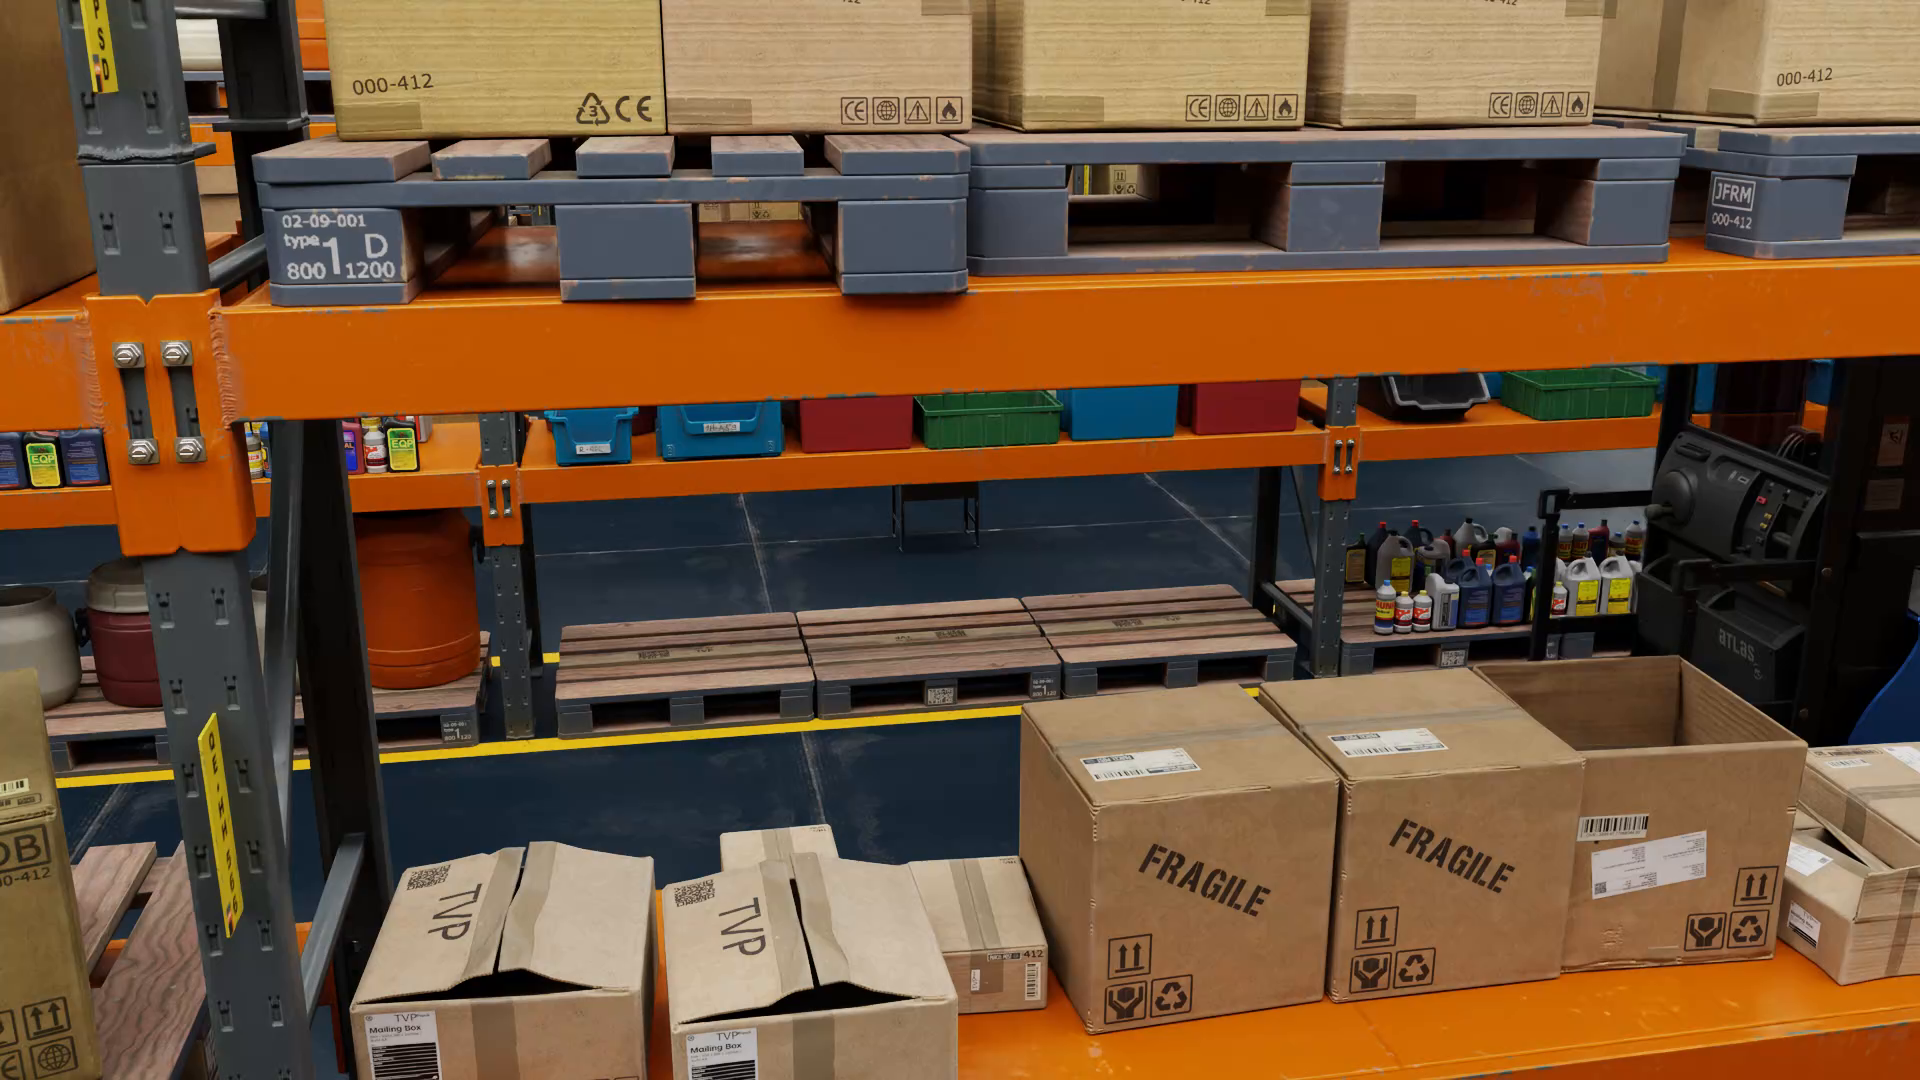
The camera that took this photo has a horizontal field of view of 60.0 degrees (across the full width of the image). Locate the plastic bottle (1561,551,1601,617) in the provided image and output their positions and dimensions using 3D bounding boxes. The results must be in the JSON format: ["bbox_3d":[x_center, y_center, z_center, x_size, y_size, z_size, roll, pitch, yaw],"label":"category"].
[{"bbox_3d":[3.253,0.231,8.714,0.185,0.351,0.144,-3,17,-11],"label":"plastic bottle"}]

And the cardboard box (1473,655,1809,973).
[{"bbox_3d":[1.440,0.582,3.637,0.500,0.500,0.500,-2,17,-6],"label":"cardboard box"}]

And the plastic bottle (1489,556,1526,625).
[{"bbox_3d":[2.835,0.255,8.637,0.185,0.351,0.144,-4,18,-13],"label":"plastic bottle"}]

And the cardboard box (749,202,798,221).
[{"bbox_3d":[-1.954,-3.585,17.206,0.500,0.500,0.500,-3,17,-11],"label":"cardboard box"}]

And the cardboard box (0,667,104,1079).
[{"bbox_3d":[-1.810,0.604,2.850,0.500,0.500,0.700,-10,20,-29],"label":"cardboard box"}]

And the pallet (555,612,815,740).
[{"bbox_3d":[-1.381,0.658,8.309,1.213,0.211,1.003,-3,17,-10],"label":"pallet"}]

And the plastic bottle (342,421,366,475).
[{"bbox_3d":[-2.691,-0.429,7.297,0.133,0.283,0.061,-3,17,-10],"label":"plastic bottle"}]

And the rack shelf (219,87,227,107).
[{"bbox_3d":[-5.052,-3.049,11.747,4.000,0.370,1.077,-3,17,-10],"label":"rack shelf"}]

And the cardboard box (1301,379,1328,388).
[{"bbox_3d":[2.951,-1.420,13.867,0.500,0.500,0.500,-2,17,-5],"label":"cardboard box"}]

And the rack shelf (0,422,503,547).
[{"bbox_3d":[-4.112,-0.188,7.539,4.000,0.370,1.077,-3,17,-10],"label":"rack shelf"}]

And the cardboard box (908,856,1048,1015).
[{"bbox_3d":[0.029,0.818,3.467,0.250,0.149,0.380,-2,17,-6],"label":"cardboard box"}]

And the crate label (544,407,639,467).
[{"bbox_3d":[-1.664,-0.478,7.545,0.416,0.233,0.303,-3,17,-10],"label":"crate label"}]

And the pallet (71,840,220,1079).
[{"bbox_3d":[-1.865,0.935,2.985,1.003,0.211,1.213,-3,17,-10],"label":"pallet"}]

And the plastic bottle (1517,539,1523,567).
[{"bbox_3d":[3.133,0.092,9.421,0.097,0.201,0.097,0,17,0],"label":"plastic bottle"}]

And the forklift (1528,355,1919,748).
[{"bbox_3d":[2.805,-0.185,6.422,3.031,2.935,1.130,-3,17,-9],"label":"forklift"}]

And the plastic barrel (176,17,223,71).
[{"bbox_3d":[-3.174,-2.109,6.982,0.301,0.262,0.301,0,17,0],"label":"plastic barrel"}]

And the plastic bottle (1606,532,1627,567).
[{"bbox_3d":[3.765,0.056,9.538,0.097,0.201,0.097,0,17,0],"label":"plastic bottle"}]

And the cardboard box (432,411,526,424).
[{"bbox_3d":[-3.770,-1.223,12.589,0.875,0.875,1.225,-4,18,-13],"label":"cardboard box"}]

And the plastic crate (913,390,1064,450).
[{"bbox_3d":[0.122,-0.586,7.971,0.662,0.188,0.450,-3,17,-10],"label":"plastic crate"}]

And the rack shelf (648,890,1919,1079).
[{"bbox_3d":[0.751,1.018,3.614,4.000,0.370,1.077,-3,17,-10],"label":"rack shelf"}]

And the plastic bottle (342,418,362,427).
[{"bbox_3d":[-2.966,-0.651,8.021,0.133,0.283,0.061,-3,17,-10],"label":"plastic bottle"}]

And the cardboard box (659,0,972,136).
[{"bbox_3d":[-0.267,-0.853,2.913,0.500,0.250,0.500,-3,17,-9],"label":"cardboard box"}]

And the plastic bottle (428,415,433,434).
[{"bbox_3d":[-2.635,-0.653,8.039,0.135,0.276,0.152,-3,17,-10],"label":"plastic bottle"}]

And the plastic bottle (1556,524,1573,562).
[{"bbox_3d":[3.432,0.041,9.466,0.097,0.271,0.097,0,17,0],"label":"plastic bottle"}]

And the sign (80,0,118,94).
[{"bbox_3d":[-1.112,-0.739,2.120,0.005,0.325,0.100,-3,17,-10],"label":"sign"}]

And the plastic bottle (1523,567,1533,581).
[{"bbox_3d":[2.973,0.273,8.710,0.097,0.271,0.097,0,17,0],"label":"plastic bottle"}]

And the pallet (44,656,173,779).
[{"bbox_3d":[-4.110,0.813,7.805,1.213,0.211,1.003,-3,17,-10],"label":"pallet"}]

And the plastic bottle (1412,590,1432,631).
[{"bbox_3d":[2.374,0.359,8.551,0.097,0.201,0.097,0,17,0],"label":"plastic bottle"}]

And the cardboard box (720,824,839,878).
[{"bbox_3d":[-0.382,0.776,3.605,0.250,0.149,0.380,-3,17,-10],"label":"cardboard box"}]

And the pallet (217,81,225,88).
[{"bbox_3d":[-4.808,-3.300,11.660,1.213,0.211,1.003,-2,17,-8],"label":"pallet"}]

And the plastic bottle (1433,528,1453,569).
[{"bbox_3d":[2.697,0.072,9.346,0.133,0.283,0.061,-2,17,-7],"label":"plastic bottle"}]

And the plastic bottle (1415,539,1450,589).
[{"bbox_3d":[2.598,0.138,9.144,0.135,0.276,0.152,-3,17,-10],"label":"plastic bottle"}]

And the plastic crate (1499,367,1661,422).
[{"bbox_3d":[3.165,-0.759,8.533,0.662,0.188,0.450,-3,17,-10],"label":"plastic crate"}]

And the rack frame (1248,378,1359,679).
[{"bbox_3d":[1.779,-0.866,8.521,0.127,3.000,1.000,-3,17,-10],"label":"rack frame"}]

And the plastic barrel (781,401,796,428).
[{"bbox_3d":[-0.766,-0.839,8.243,0.421,0.512,0.421,0,17,0],"label":"plastic barrel"}]

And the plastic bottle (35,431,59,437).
[{"bbox_3d":[-3.911,-0.378,7.131,0.133,0.283,0.061,-3,17,-10],"label":"plastic bottle"}]

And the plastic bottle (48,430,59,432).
[{"bbox_3d":[-4.154,-0.603,7.751,0.185,0.351,0.144,-3,17,-10],"label":"plastic bottle"}]

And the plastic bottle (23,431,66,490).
[{"bbox_3d":[-3.900,-0.360,7.074,0.133,0.283,0.061,-3,17,-10],"label":"plastic bottle"}]

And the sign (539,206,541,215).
[{"bbox_3d":[-2.980,-2.464,11.754,0.005,0.325,0.100,-3,17,-10],"label":"sign"}]

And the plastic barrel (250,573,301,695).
[{"bbox_3d":[-3.163,0.435,7.808,0.421,0.512,0.421,0,17,0],"label":"plastic barrel"}]

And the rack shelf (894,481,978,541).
[{"bbox_3d":[-0.163,-0.312,10.683,0.480,0.518,0.431,-3,17,-10],"label":"rack shelf"}]

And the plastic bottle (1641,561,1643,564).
[{"bbox_3d":[3.713,0.204,8.916,0.133,0.283,0.061,-3,17,-10],"label":"plastic bottle"}]

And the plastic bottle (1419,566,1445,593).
[{"bbox_3d":[2.466,0.275,8.686,0.133,0.283,0.061,-3,17,-10],"label":"plastic bottle"}]

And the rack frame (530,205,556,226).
[{"bbox_3d":[-3.088,-2.071,12.444,0.127,3.000,1.000,-3,17,-10],"label":"rack frame"}]

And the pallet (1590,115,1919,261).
[{"bbox_3d":[1.851,-0.727,3.287,1.217,0.209,0.805,-4,18,-13],"label":"pallet"}]

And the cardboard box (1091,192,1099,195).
[{"bbox_3d":[1.293,-2.491,13.135,0.500,0.500,0.875,-3,17,-10],"label":"cardboard box"}]

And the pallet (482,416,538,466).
[{"bbox_3d":[-3.877,-0.715,12.782,1.213,0.211,1.003,-3,17,-10],"label":"pallet"}]

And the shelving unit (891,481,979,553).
[{"bbox_3d":[-0.163,-0.995,10.473,0.503,2.100,0.431,-3,17,-10],"label":"shelving unit"}]

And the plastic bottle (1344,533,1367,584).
[{"bbox_3d":[2.188,0.101,9.252,0.133,0.283,0.061,-2,17,-8],"label":"plastic bottle"}]

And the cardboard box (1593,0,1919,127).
[{"bbox_3d":[1.569,-0.937,3.186,0.500,0.250,0.500,-5,18,-16],"label":"cardboard box"}]

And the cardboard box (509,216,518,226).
[{"bbox_3d":[-3.617,-2.170,12.597,0.500,0.500,0.500,-3,17,-9],"label":"cardboard box"}]
